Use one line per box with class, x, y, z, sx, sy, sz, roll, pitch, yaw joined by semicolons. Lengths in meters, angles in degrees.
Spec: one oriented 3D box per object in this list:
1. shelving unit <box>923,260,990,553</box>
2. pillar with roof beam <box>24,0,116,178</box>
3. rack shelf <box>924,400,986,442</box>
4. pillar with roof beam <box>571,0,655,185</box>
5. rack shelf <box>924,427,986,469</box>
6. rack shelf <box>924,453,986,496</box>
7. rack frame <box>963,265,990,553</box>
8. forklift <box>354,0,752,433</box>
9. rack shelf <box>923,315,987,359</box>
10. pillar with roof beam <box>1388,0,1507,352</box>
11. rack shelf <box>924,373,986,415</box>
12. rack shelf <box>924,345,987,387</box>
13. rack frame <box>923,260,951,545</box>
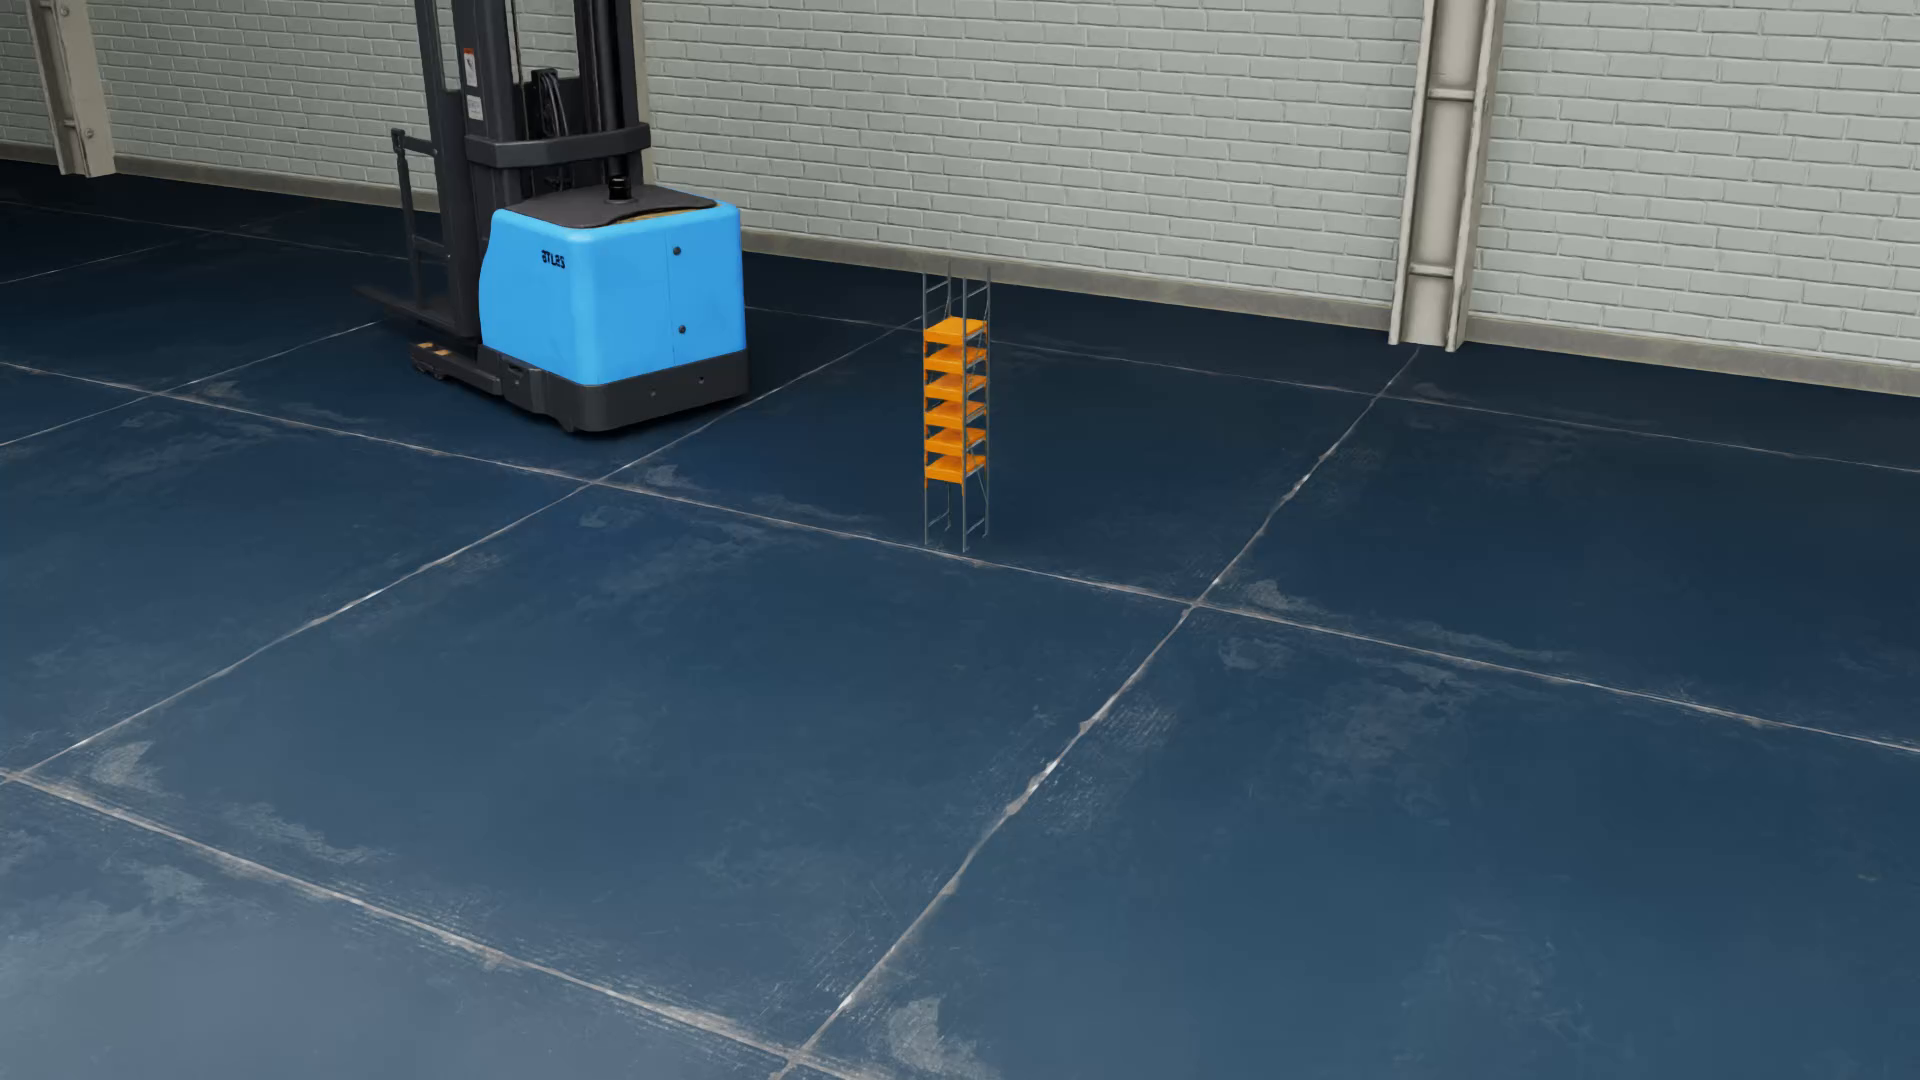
shelving unit;-0.013;-0.555;7.021;0.189;1.200;0.258;11;25;25
pillar with roof beam;-9.824;-5.960;9.766;0.400;9.000;9.100;11;25;25
rack shelf;-0.013;-0.514;7.039;0.180;0.103;0.258;11;25;25
pillar with roof beam;-4.469;-4.900;7.275;0.400;9.000;9.100;11;25;25
rack shelf;-0.013;-0.403;7.086;0.180;0.103;0.258;11;25;25
rack shelf;-0.013;-0.293;7.133;0.180;0.103;0.258;11;25;25
rack frame;0.069;-0.539;6.983;0.006;1.200;0.240;11;25;25
forklift;-2.502;-2.378;9.097;1.130;2.935;3.031;-20;30;-39
rack shelf;-0.013;-0.845;6.898;0.180;0.103;0.258;11;25;25
pillar with roof beam;0.885;-3.841;4.783;0.400;9.000;9.100;11;25;25
rack shelf;-0.013;-0.624;6.992;0.180;0.103;0.258;11;25;25
rack shelf;-0.013;-0.735;6.945;0.180;0.103;0.258;11;25;25
rack frame;-0.095;-0.571;7.059;0.006;1.200;0.240;11;25;25
